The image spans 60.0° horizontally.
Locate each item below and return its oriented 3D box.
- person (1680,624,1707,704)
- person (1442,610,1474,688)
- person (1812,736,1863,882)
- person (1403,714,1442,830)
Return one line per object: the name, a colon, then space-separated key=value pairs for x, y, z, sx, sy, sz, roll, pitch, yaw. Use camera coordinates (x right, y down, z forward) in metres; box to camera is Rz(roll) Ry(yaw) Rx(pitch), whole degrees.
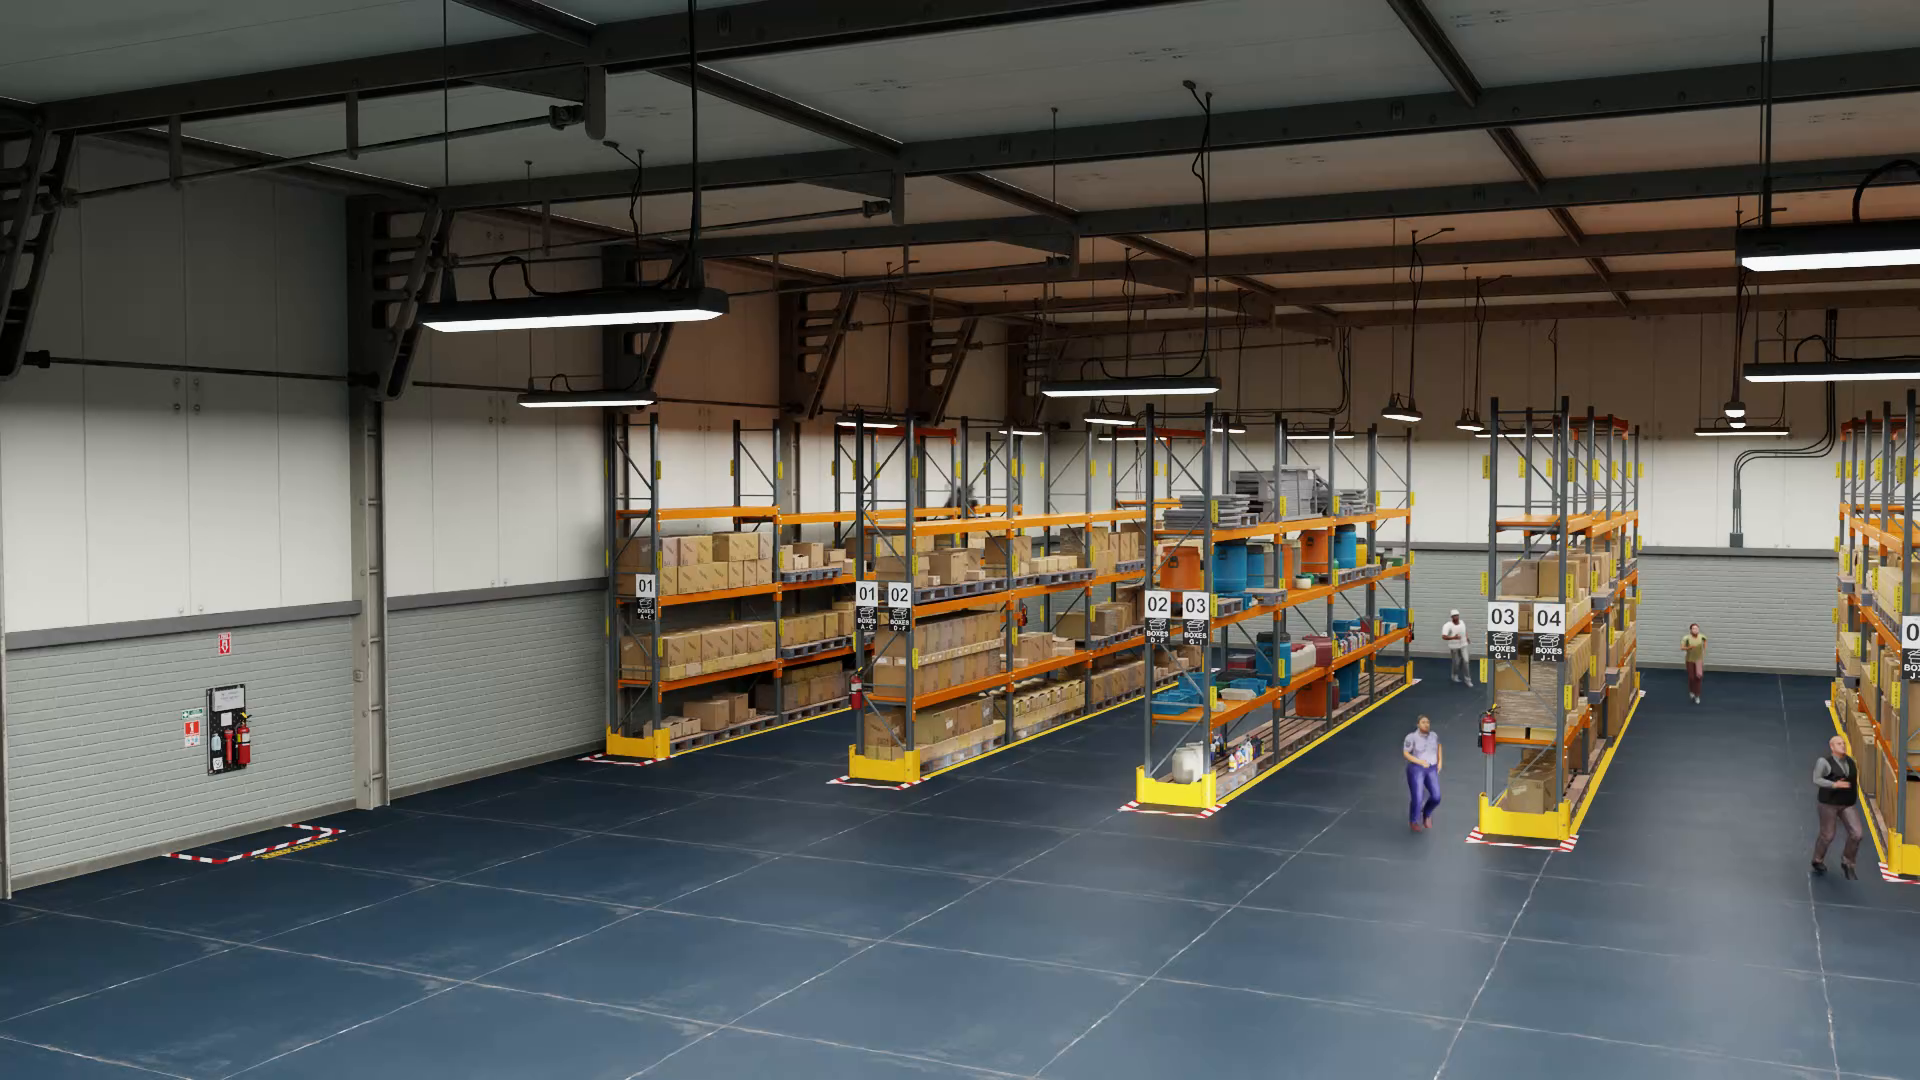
person: x=15.899 y=2.666 z=36.046 sx=0.563 sy=1.738 sz=0.838 roll=1 pitch=3 yaw=18
person: x=11.524 y=2.498 z=38.649 sx=0.695 sy=1.777 sz=0.840 roll=0 pitch=2 yaw=-5
person: x=10.769 y=3.295 z=20.396 sx=0.655 sy=1.788 sz=0.687 roll=0 pitch=2 yaw=-3
person: x=6.437 y=3.228 z=22.994 sx=0.628 sy=1.599 sz=0.604 roll=0 pitch=2 yaw=-9
